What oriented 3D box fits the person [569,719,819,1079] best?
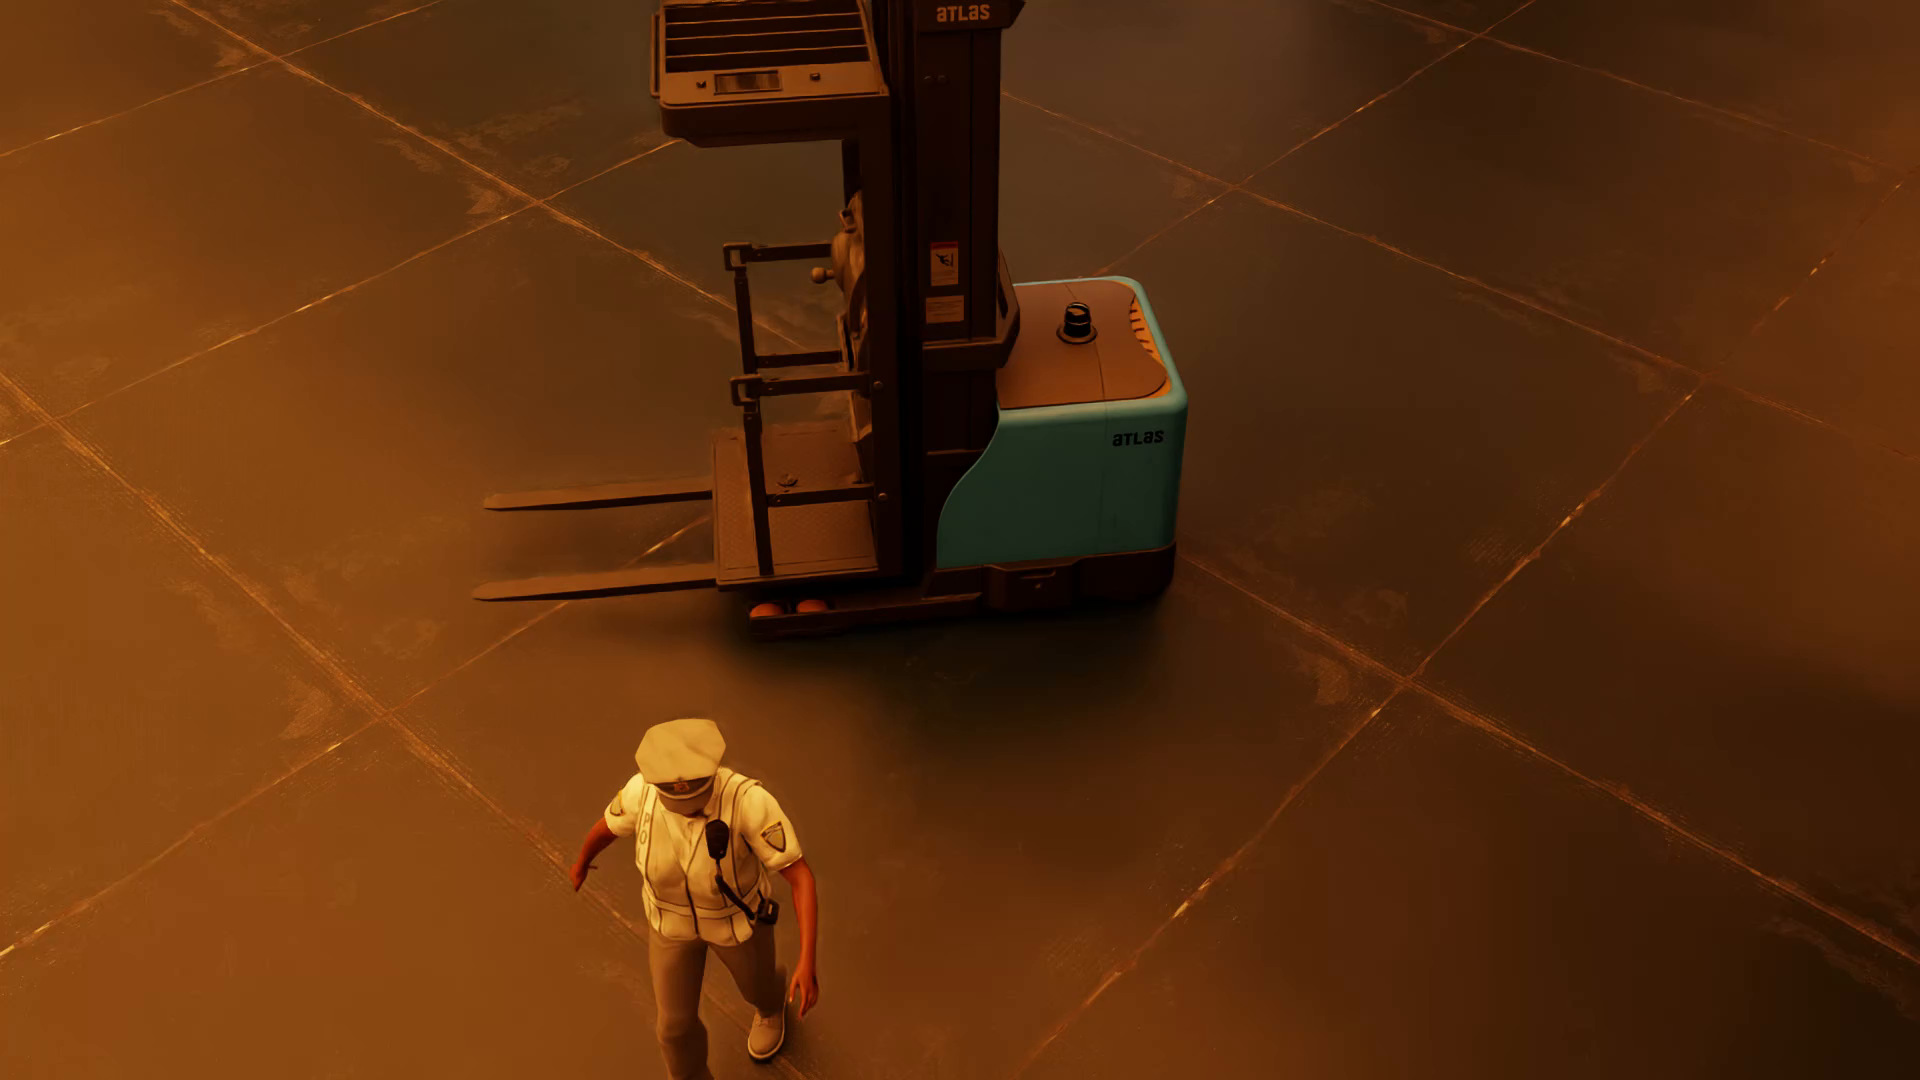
[{"bbox_3d":[-0.806,1.193,5.051,0.892,1.639,0.730,4,41,5],"label":"person"}]

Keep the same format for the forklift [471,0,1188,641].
[{"bbox_3d":[-0.616,-1.045,6.646,3.031,2.935,1.130,-5,41,-6],"label":"forklift"}]
